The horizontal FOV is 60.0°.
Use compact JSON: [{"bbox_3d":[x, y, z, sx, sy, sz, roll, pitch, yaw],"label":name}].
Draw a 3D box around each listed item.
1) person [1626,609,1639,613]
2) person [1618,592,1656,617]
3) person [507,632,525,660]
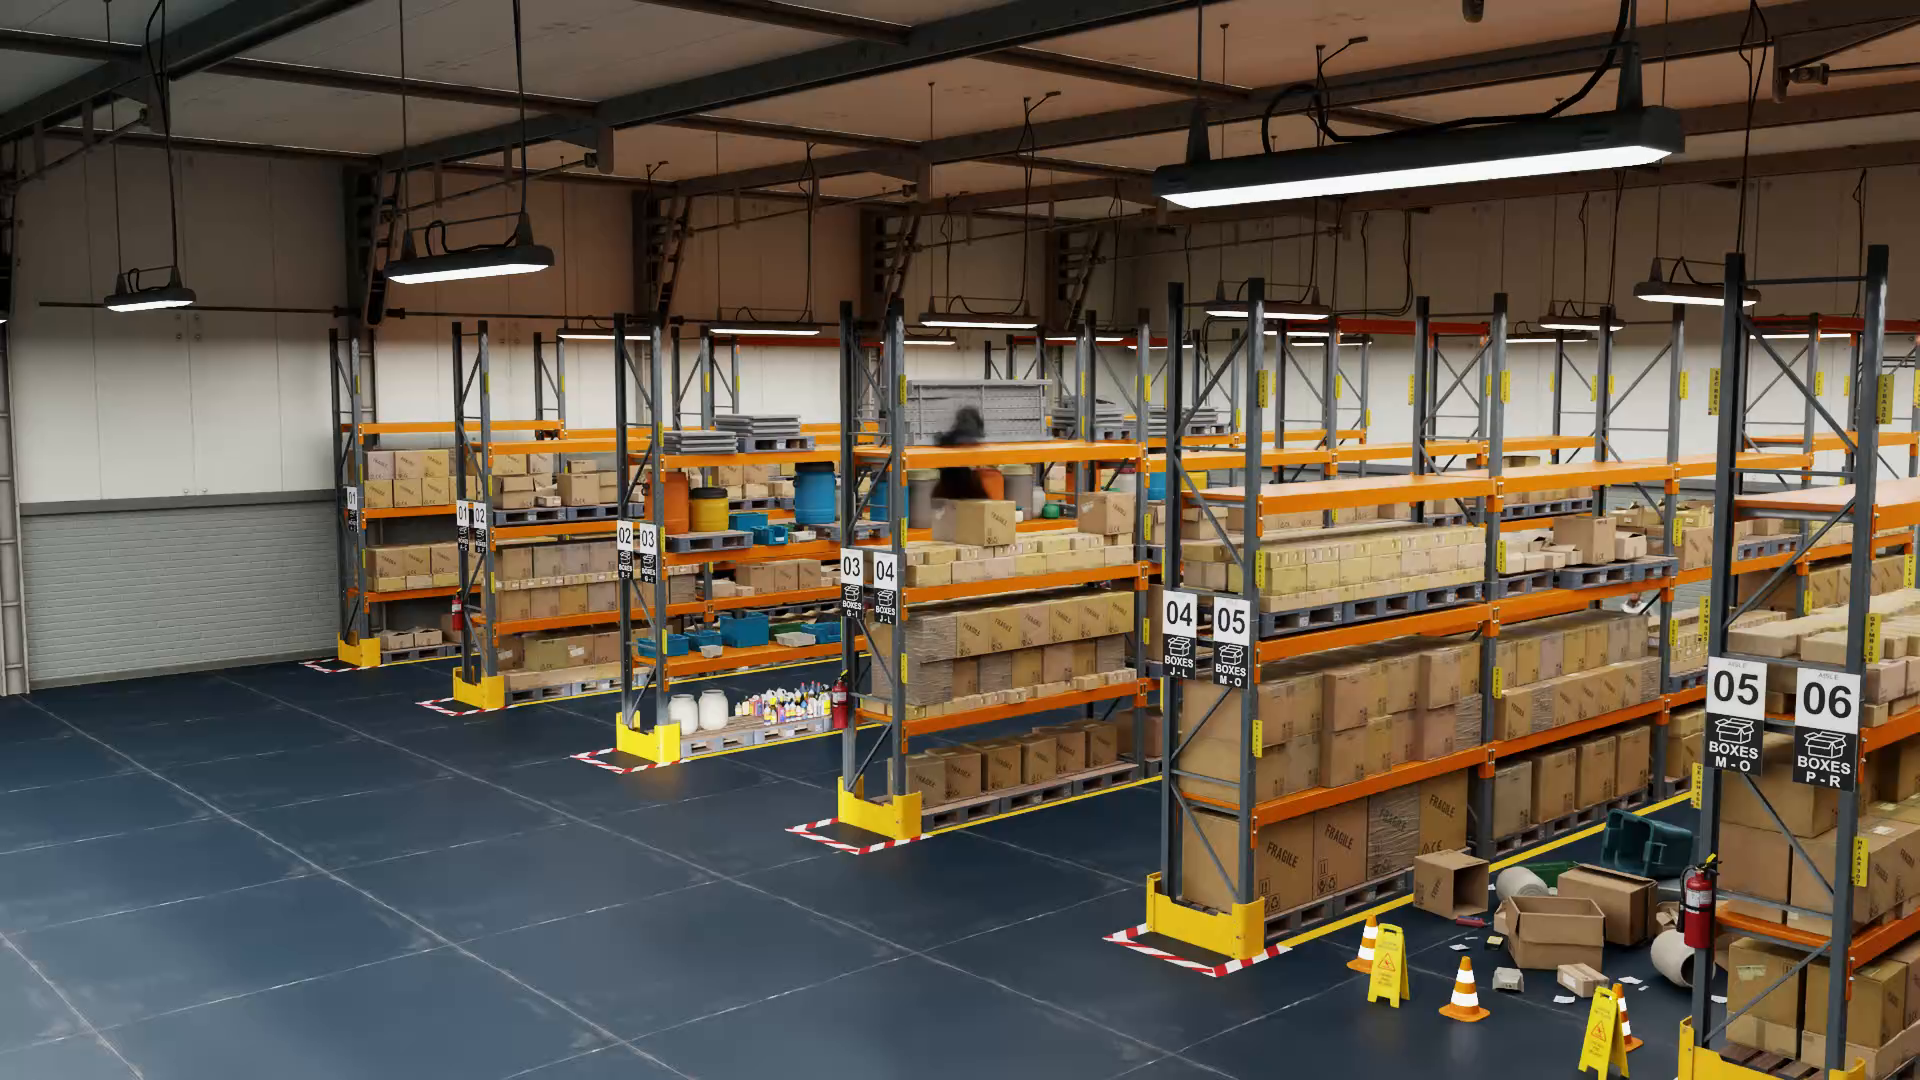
[{"bbox_3d":[9.796,1.889,24.167,0.924,1.796,0.666,-4,7,-36],"label":"person"},{"bbox_3d":[11.126,1.606,27.435,0.680,1.729,0.553,4,7,38],"label":"person"},{"bbox_3d":[-7.653,1.556,28.388,0.607,1.640,0.797,6,8,44],"label":"person"}]
